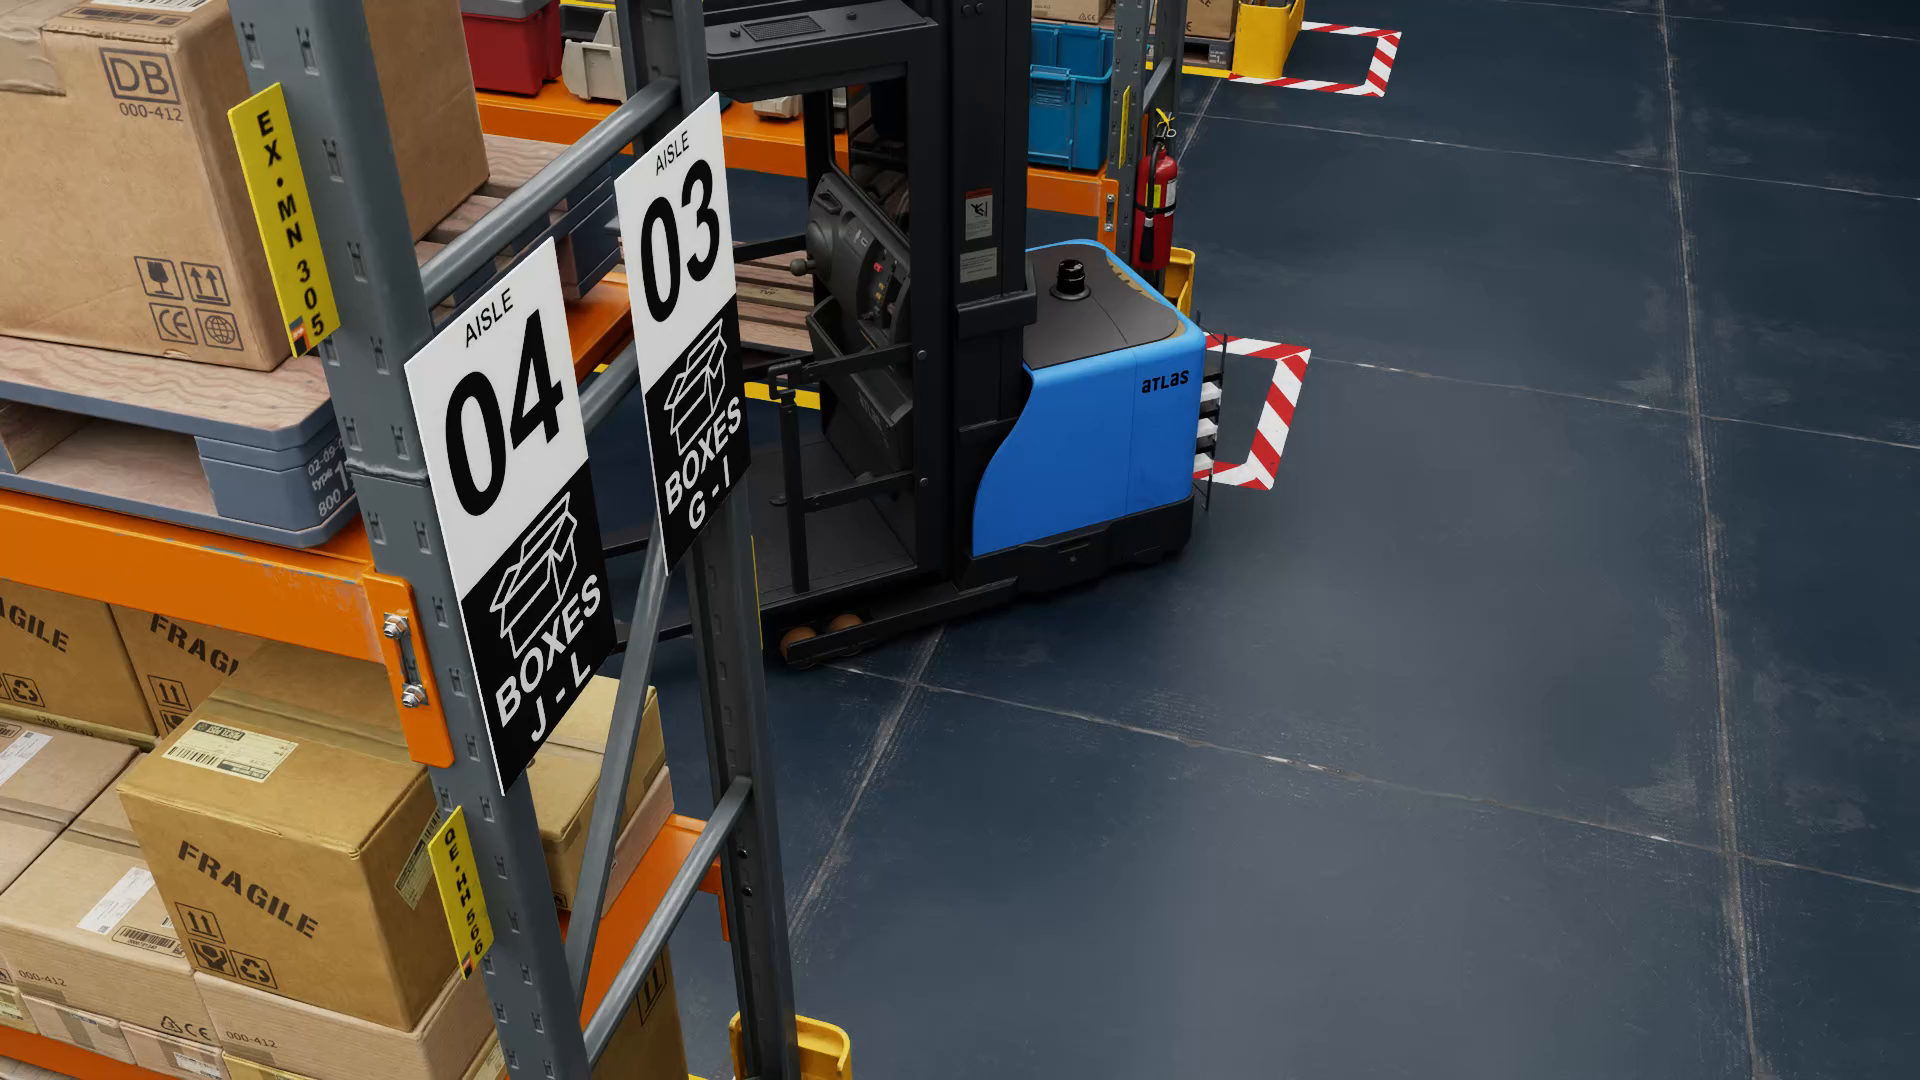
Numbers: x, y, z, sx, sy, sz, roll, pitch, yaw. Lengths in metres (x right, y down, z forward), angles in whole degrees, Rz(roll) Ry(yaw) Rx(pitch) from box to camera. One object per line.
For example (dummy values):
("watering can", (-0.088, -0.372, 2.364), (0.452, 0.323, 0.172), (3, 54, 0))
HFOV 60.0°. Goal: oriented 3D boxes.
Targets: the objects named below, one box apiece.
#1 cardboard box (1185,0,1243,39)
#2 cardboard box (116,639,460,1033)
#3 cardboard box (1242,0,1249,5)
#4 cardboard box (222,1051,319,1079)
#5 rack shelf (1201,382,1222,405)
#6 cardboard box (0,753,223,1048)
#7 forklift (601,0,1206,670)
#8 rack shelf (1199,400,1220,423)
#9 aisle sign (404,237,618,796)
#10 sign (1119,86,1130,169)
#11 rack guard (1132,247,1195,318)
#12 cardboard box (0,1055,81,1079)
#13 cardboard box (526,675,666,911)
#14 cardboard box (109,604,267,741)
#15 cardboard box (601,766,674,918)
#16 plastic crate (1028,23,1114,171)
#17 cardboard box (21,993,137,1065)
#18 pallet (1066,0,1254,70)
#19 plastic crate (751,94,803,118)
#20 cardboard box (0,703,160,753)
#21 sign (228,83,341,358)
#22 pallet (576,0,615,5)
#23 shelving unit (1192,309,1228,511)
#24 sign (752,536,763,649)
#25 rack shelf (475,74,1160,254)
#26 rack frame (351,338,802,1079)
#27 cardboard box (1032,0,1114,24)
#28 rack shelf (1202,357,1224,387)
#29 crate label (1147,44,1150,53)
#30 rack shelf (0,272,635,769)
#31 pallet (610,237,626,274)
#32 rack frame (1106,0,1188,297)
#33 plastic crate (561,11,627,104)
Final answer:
("cardboard box", (1.720, -3.890, 11.742), (0.500, 0.500, 0.500), (10, 38, 14))
("cardboard box", (-1.189, 0.543, 3.225), (0.500, 0.500, 0.500), (11, 38, 14))
("cardboard box", (2.015, -4.060, 12.270), (0.250, 0.149, 0.380), (10, 38, 14))
("cardboard box", (-1.332, 1.021, 3.544), (0.250, 0.149, 0.380), (11, 38, 14))
("rack shelf", (0.967, -0.648, 7.124), (0.200, 0.077, 0.258), (-15, 39, -19))
("cardboard box", (-1.671, 0.757, 3.567), (0.500, 0.250, 0.500), (10, 37, 13))
("forklift", (-0.571, -1.029, 6.175), (3.031, 2.935, 1.130), (-15, 39, -19))
("rack shelf", (0.967, -0.576, 7.177), (0.200, 0.077, 0.258), (-15, 39, -19))
("aisle sign", (-0.666, -0.023, 2.557), (0.004, 0.787, 0.394), (10, 38, 14))
("sign", (0.683, -1.712, 6.908), (0.005, 0.325, 0.100), (10, 38, 14))
("rack guard", (0.858, -0.957, 8.129), (0.348, 0.500, 1.175), (10, 38, 14))
("cardboard box", (-2.149, 1.300, 4.392), (0.875, 0.875, 0.875), (10, 38, 14))
("cardboard box", (-1.023, 0.545, 3.855), (0.500, 0.250, 0.500), (10, 37, 13))
("cardboard box", (-1.500, 0.154, 3.753), (0.500, 0.500, 0.500), (10, 37, 13))
("cardboard box", (-0.886, 0.693, 3.989), (0.250, 0.149, 0.380), (11, 38, 14))
("plastic crate", (0.456, -1.953, 7.292), (0.499, 0.435, 0.616), (10, 38, 14))
("cardboard box", (-1.810, 0.931, 3.666), (0.250, 0.149, 0.380), (11, 38, 15))
("pallet", (1.478, -3.793, 12.226), (1.213, 0.211, 1.003), (10, 38, 14))
("plastic crate", (-0.834, -2.057, 7.686), (0.250, 0.136, 0.298), (10, 38, 14))
("cardboard box", (-2.000, 0.366, 4.098), (0.500, 0.250, 0.500), (9, 37, 12))
("sign", (-0.820, -0.386, 2.034), (0.005, 0.325, 0.100), (10, 38, 14))
("pallet", (-2.294, -4.469, 13.144), (1.213, 0.211, 1.003), (10, 38, 14))
("shelving unit", (0.967, -0.530, 7.211), (0.210, 0.900, 0.258), (-15, 39, -19))
("sign", (-0.474, 0.148, 3.721), (0.005, 0.325, 0.100), (10, 38, 14))
("rack shelf", (-1.078, -2.024, 8.077), (4.000, 0.370, 1.077), (10, 38, 14))
("rack frame", (-0.645, 0.842, 3.576), (0.127, 3.000, 1.000), (10, 38, 14))
("cardboard box", (0.822, -3.974, 12.067), (0.500, 0.250, 0.500), (10, 38, 14))
("rack shelf", (0.967, -0.721, 7.071), (0.200, 0.077, 0.258), (-15, 39, -19))
("crate label", (0.694, -2.147, 7.728), (0.303, 0.233, 0.416), (10, 38, 14))
("rack shelf", (-2.554, -0.430, 3.380), (4.000, 0.370, 1.077), (10, 38, 14))
("pallet", (-2.273, -1.437, 9.024), (1.213, 0.211, 1.003), (10, 38, 14))
("rack frame", (0.832, -1.961, 7.383), (0.127, 3.000, 1.000), (10, 38, 14))
("plastic crate", (-1.584, -2.270, 7.853), (0.530, 0.282, 0.437), (10, 38, 14))
